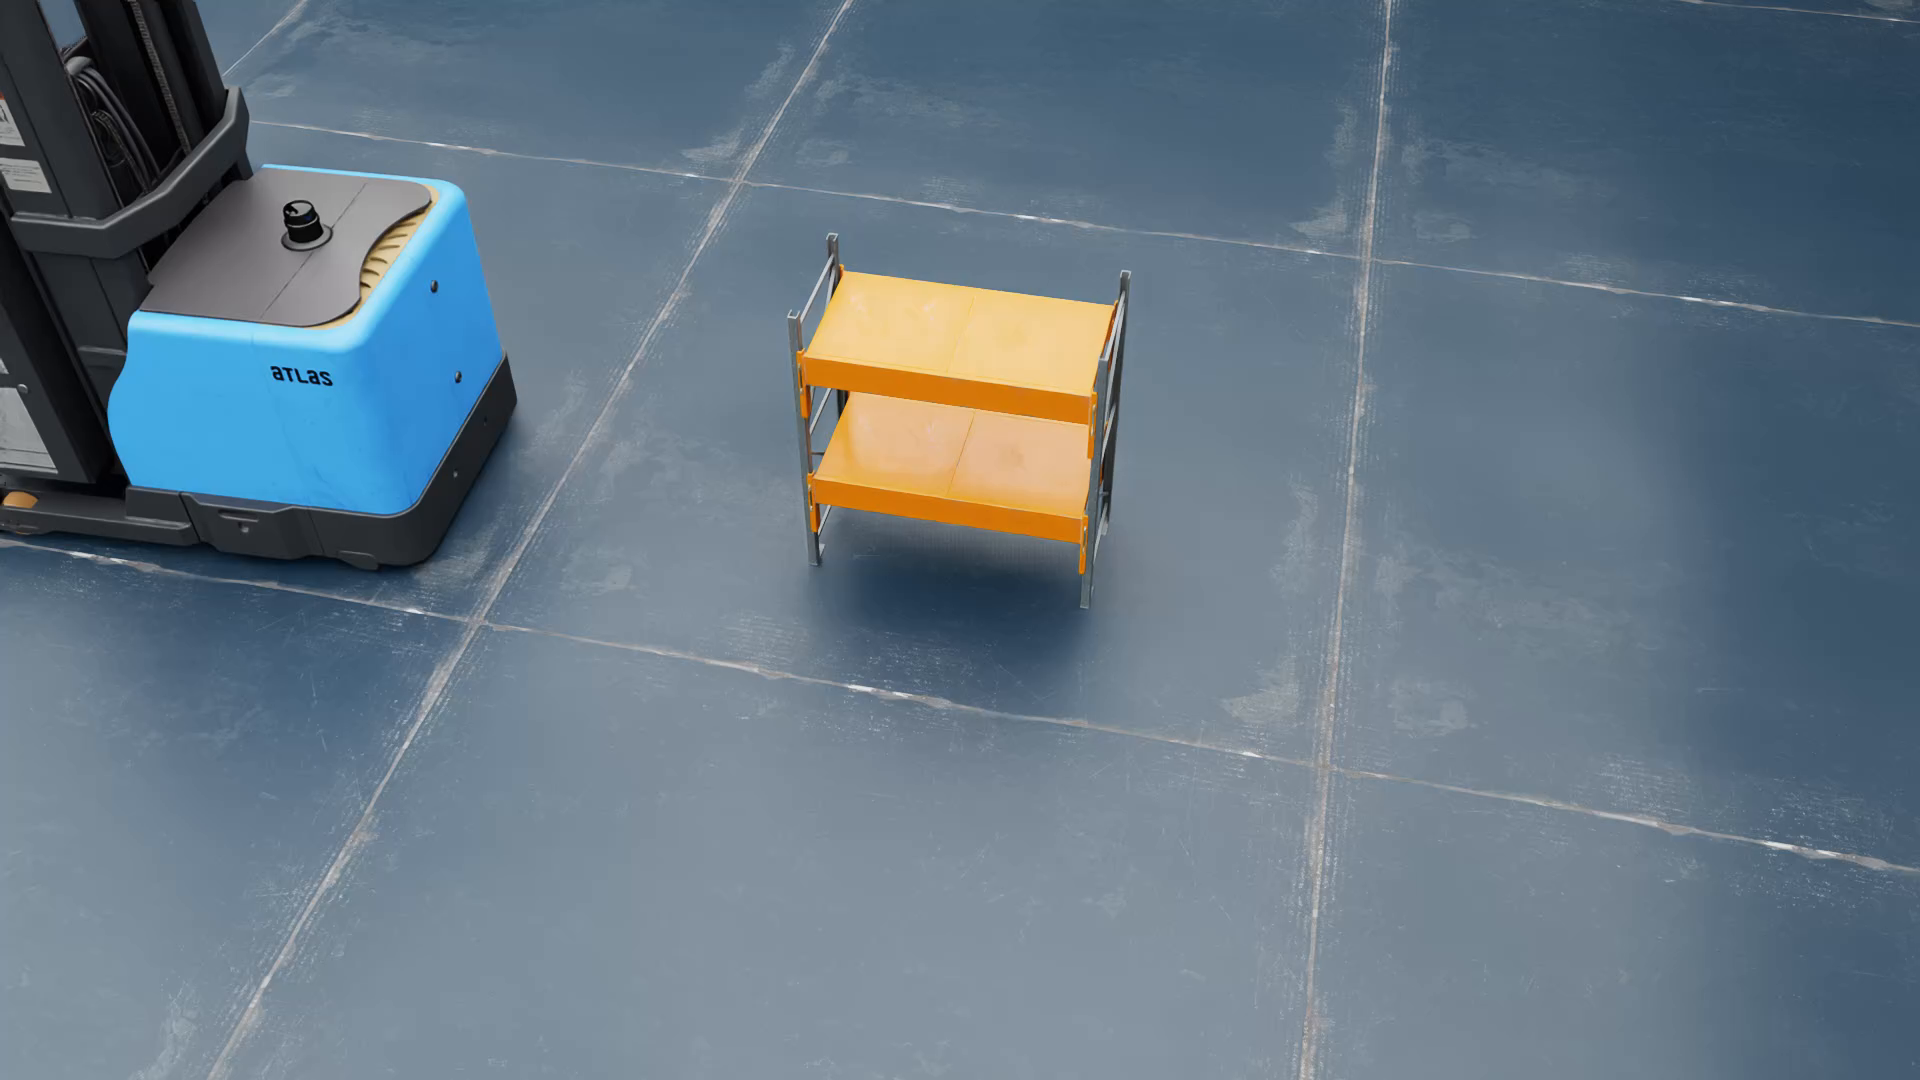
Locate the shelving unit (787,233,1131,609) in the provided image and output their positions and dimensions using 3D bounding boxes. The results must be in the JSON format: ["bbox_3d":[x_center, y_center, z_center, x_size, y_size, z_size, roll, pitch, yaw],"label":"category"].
[{"bbox_3d":[0.007,-0.404,5.859,1.048,1.125,0.538,9,45,9],"label":"shelving unit"}]

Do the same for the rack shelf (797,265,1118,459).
[{"bbox_3d":[0.007,-0.615,5.656,1.000,0.278,0.538,9,45,9],"label":"rack shelf"}]

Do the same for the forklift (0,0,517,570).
[{"bbox_3d":[-3.354,-1.430,5.622,3.031,2.935,1.130,7,44,7],"label":"forklift"}]

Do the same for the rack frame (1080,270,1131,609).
[{"bbox_3d":[0.503,-0.327,5.779,0.032,1.125,0.500,9,45,9],"label":"rack frame"}]

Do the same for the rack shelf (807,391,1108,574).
[{"bbox_3d":[0.007,-0.228,6.028,1.000,0.278,0.538,9,45,9],"label":"rack shelf"}]

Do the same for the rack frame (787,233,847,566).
[{"bbox_3d":[-0.489,-0.481,5.939,0.032,1.125,0.500,9,45,9],"label":"rack frame"}]
